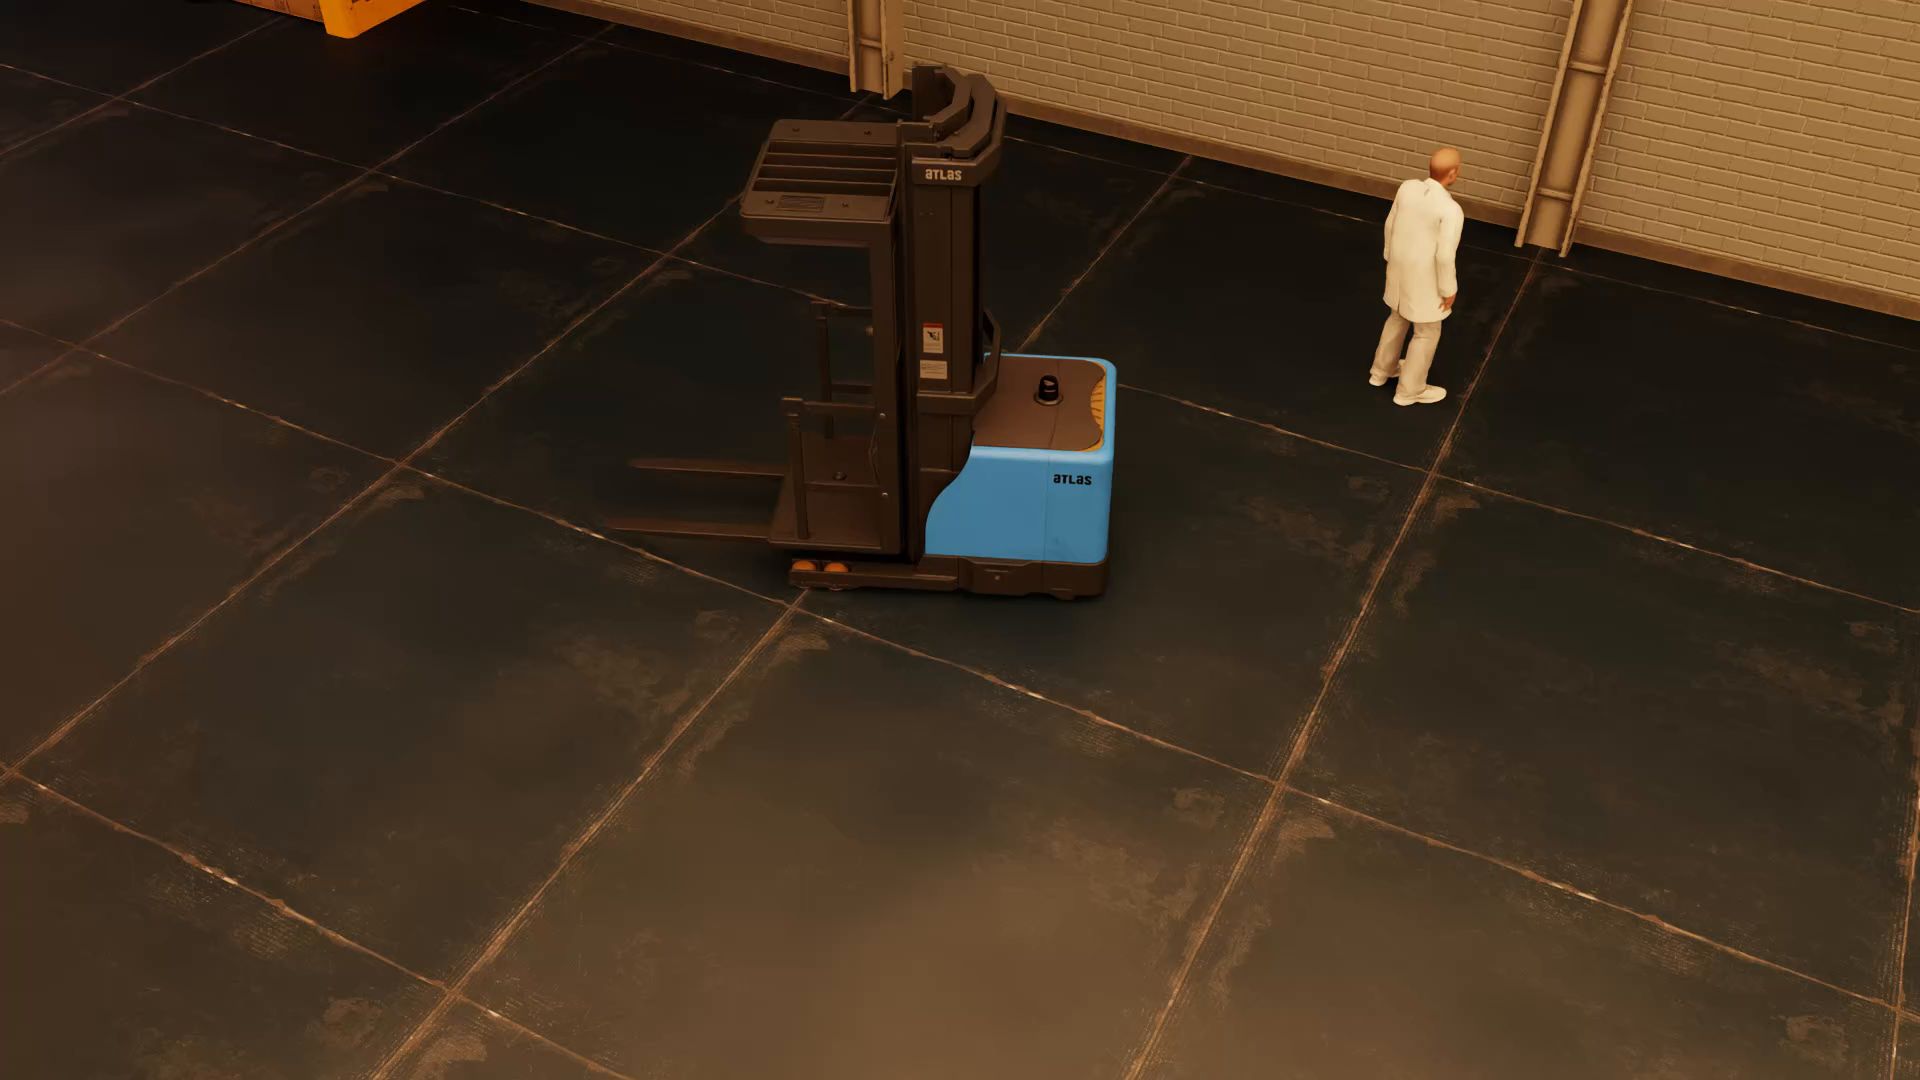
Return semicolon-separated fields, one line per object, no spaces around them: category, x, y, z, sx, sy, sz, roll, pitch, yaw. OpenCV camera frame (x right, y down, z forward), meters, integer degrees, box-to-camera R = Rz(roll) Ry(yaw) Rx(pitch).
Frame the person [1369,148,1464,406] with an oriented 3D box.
person;3.030;-1.744;10.956;0.434;1.772;0.642;-20;44;-22

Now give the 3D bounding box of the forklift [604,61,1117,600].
forklift;-0.606;-1.157;9.360;3.031;2.935;1.130;3;40;4
